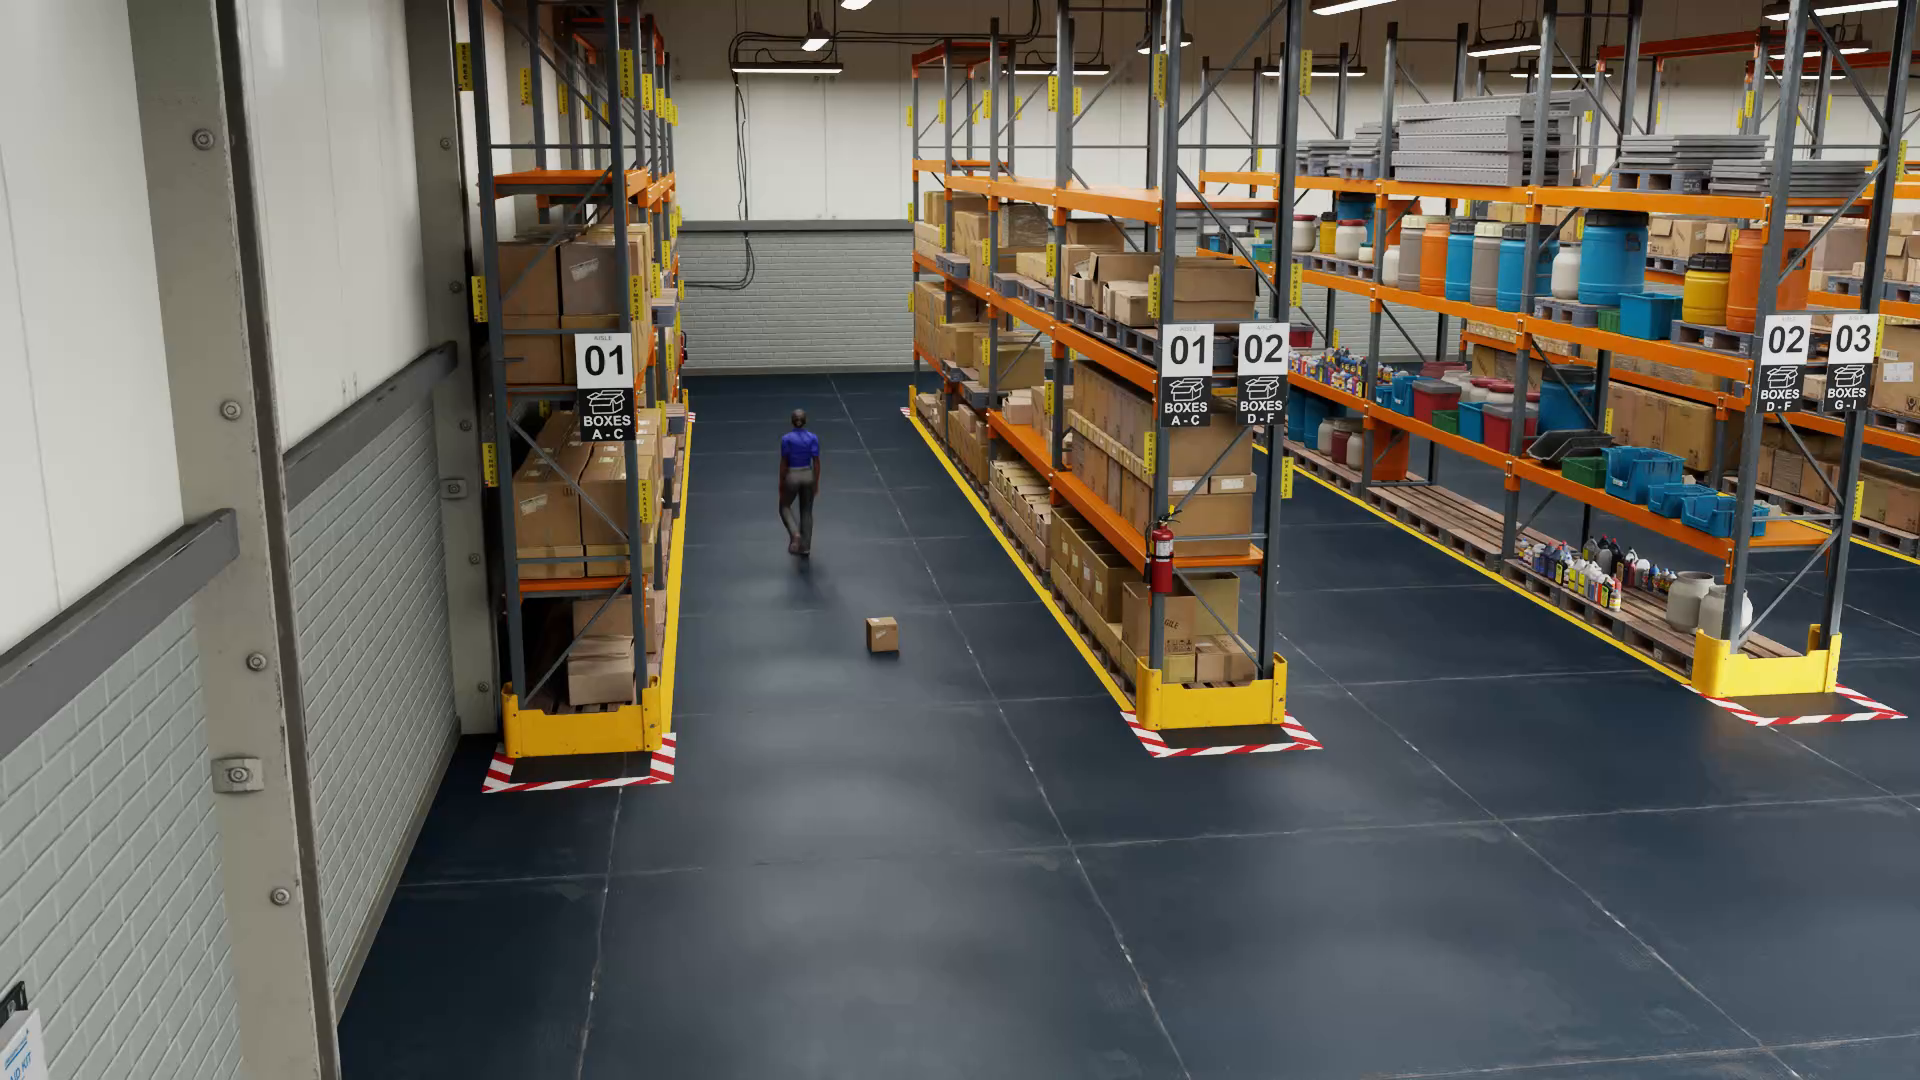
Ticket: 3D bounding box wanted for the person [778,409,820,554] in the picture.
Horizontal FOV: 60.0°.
[{"bbox_3d":[-1.800,-0.648,18.625,0.472,1.652,0.426,-4,14,-16],"label":"person"}]
